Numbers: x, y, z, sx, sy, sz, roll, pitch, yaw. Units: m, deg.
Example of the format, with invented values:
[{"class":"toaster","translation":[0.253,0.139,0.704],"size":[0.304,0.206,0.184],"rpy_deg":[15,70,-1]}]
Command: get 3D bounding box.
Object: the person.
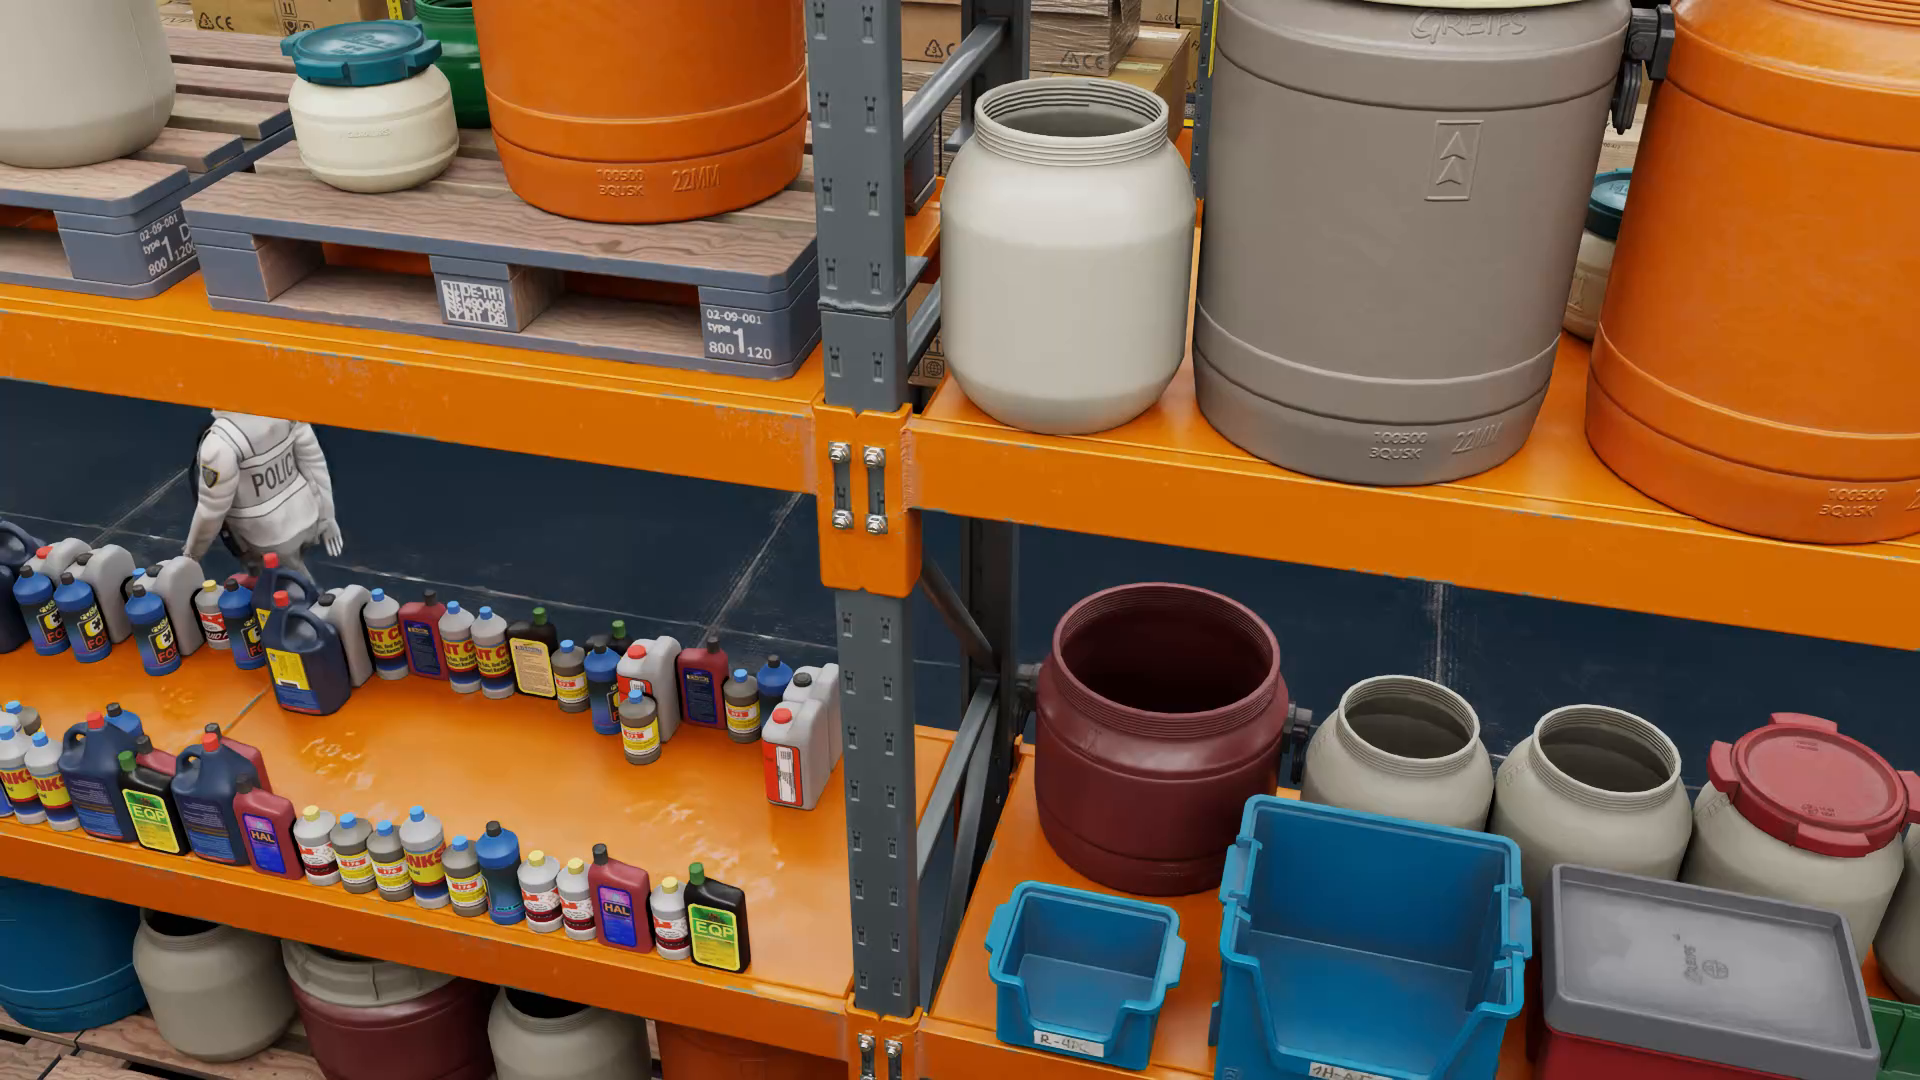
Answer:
[{"class":"person","translation":[-2.630,-0.038,6.156],"size":[0.967,1.624,0.498],"rpy_deg":[8,34,12]}]
